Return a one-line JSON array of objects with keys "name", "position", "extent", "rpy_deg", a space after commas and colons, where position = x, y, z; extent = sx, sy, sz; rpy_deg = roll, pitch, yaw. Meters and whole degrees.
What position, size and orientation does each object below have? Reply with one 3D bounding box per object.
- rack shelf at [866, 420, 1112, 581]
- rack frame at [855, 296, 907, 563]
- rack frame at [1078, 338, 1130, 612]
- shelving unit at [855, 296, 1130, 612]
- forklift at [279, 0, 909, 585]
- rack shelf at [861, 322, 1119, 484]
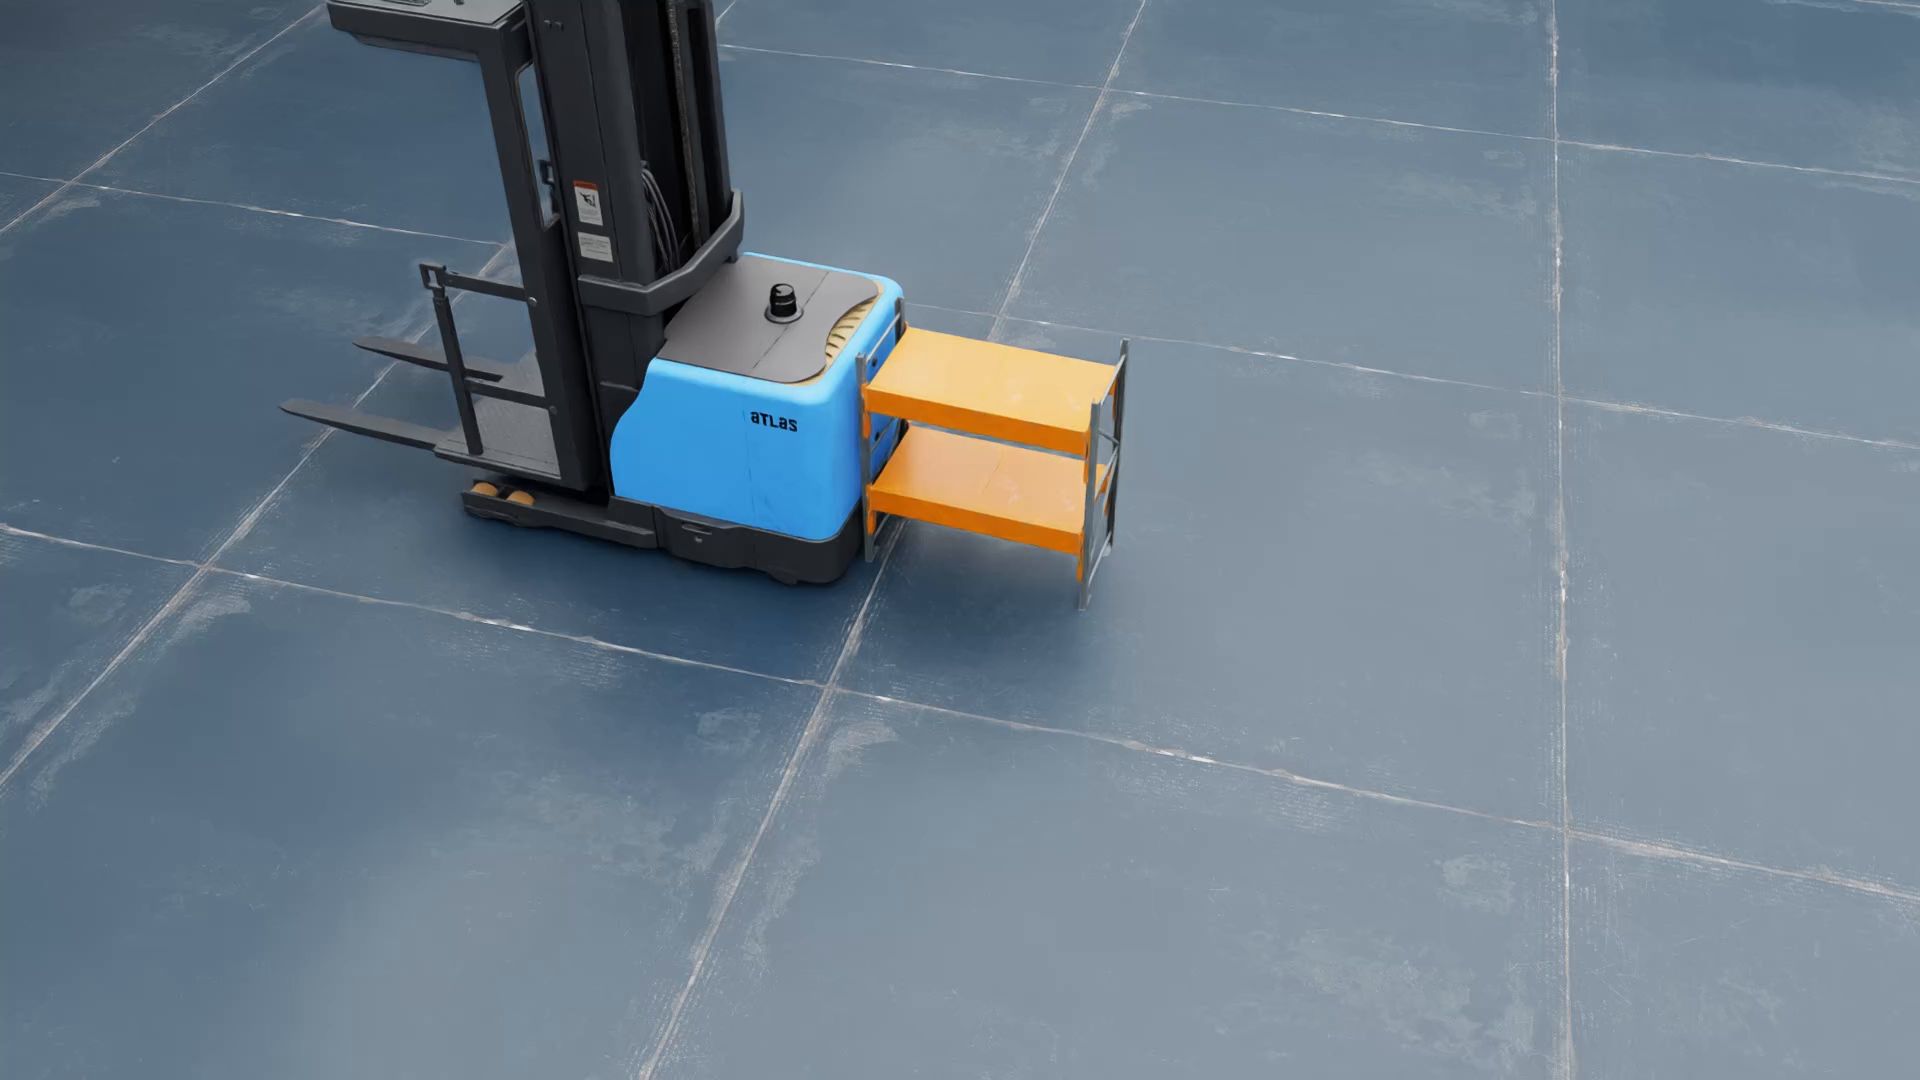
[{"name": "rack shelf", "position": [0.140, -0.187, 7.478], "extent": [1.000, 0.278, 0.538], "rpy_deg": [13, 42, 15]}, {"name": "rack frame", "position": [-0.340, -0.481, 7.448], "extent": [0.032, 1.125, 0.500], "rpy_deg": [13, 42, 15]}, {"name": "rack frame", "position": [0.620, -0.266, 7.193], "extent": [0.032, 1.125, 0.500], "rpy_deg": [13, 42, 15]}, {"name": "shelving unit", "position": [0.140, -0.374, 7.320], "extent": [1.048, 1.125, 0.538], "rpy_deg": [13, 42, 15]}, {"name": "forklift", "position": [-1.817, -1.492, 7.248], "extent": [3.031, 2.935, 1.130], "rpy_deg": [13, 42, 15]}, {"name": "rack shelf", "position": [0.140, -0.598, 7.132], "extent": [1.000, 0.278, 0.538], "rpy_deg": [13, 42, 15]}]
